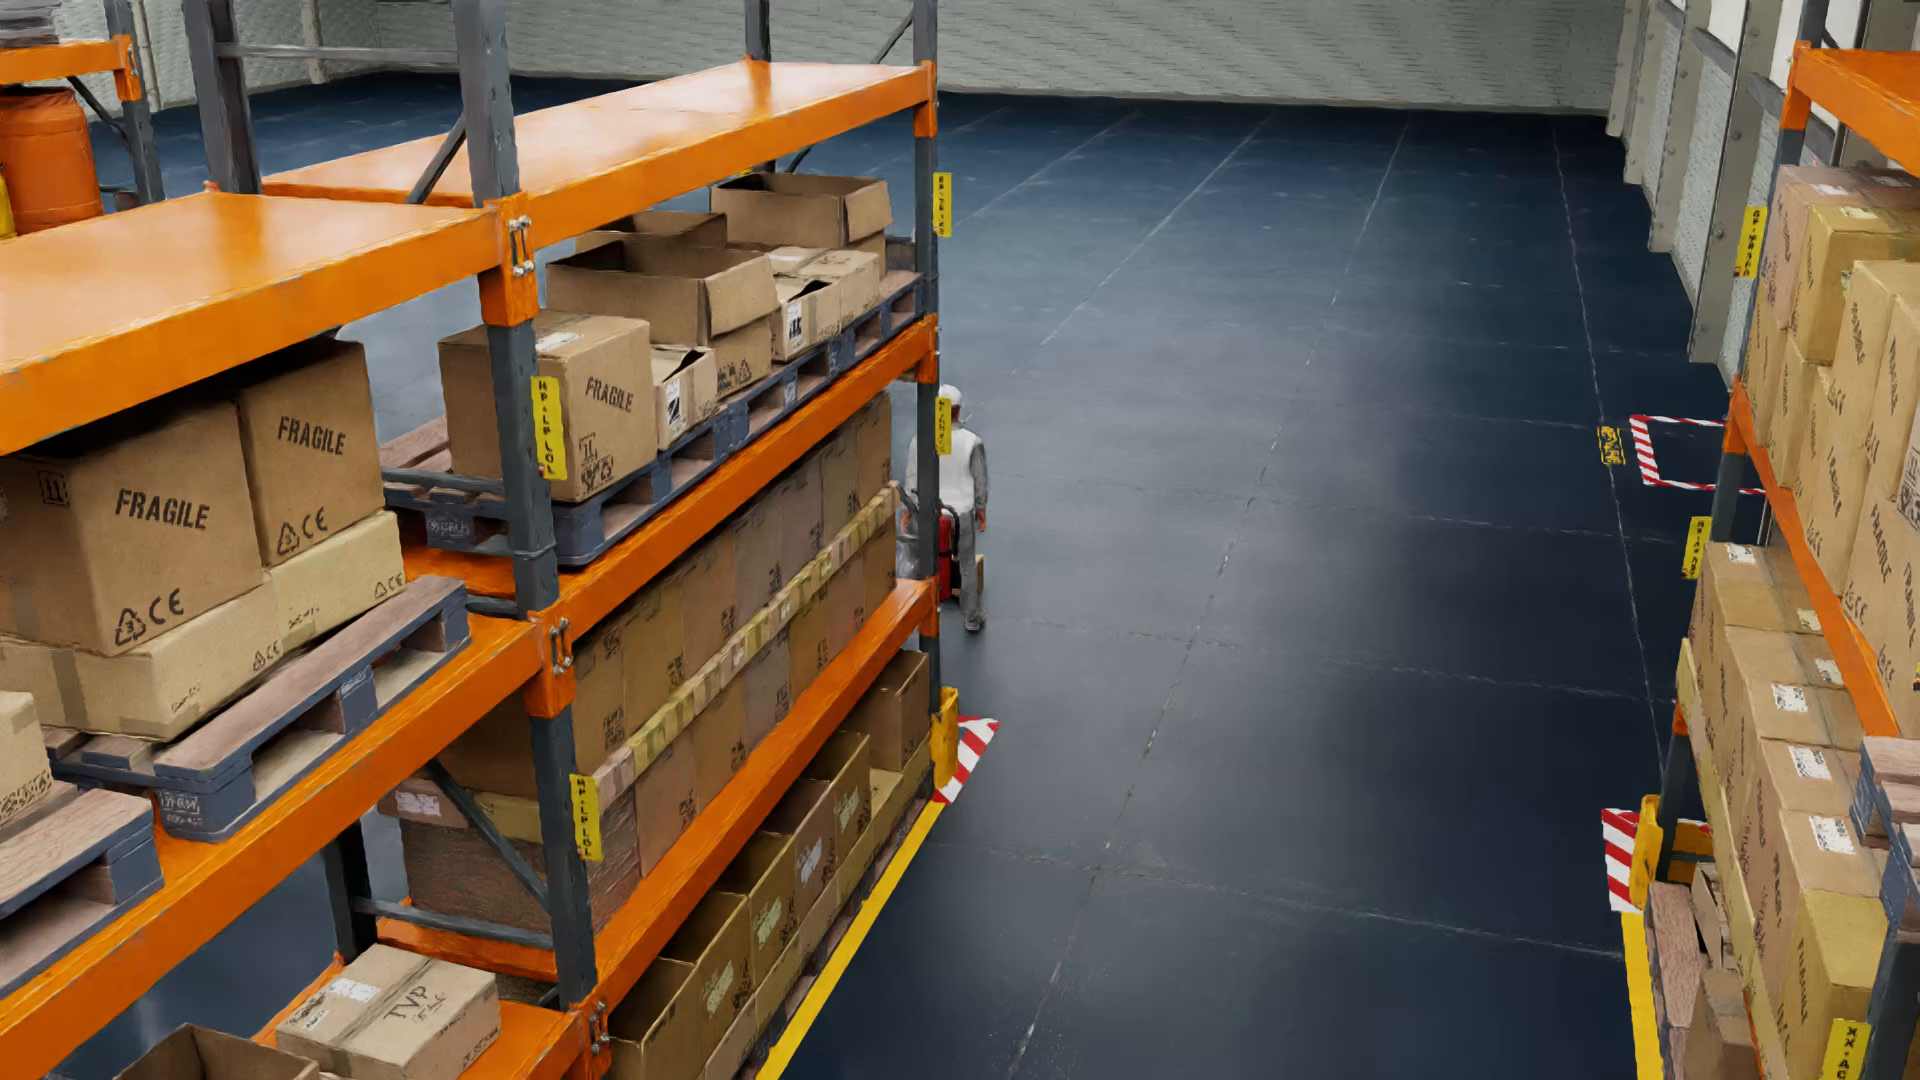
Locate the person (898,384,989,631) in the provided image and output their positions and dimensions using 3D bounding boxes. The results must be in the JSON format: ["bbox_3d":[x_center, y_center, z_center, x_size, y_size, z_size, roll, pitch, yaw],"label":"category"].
[{"bbox_3d":[-0.157,-0.233,11.588,0.689,1.763,0.474,-2,22,-5],"label":"person"}]
